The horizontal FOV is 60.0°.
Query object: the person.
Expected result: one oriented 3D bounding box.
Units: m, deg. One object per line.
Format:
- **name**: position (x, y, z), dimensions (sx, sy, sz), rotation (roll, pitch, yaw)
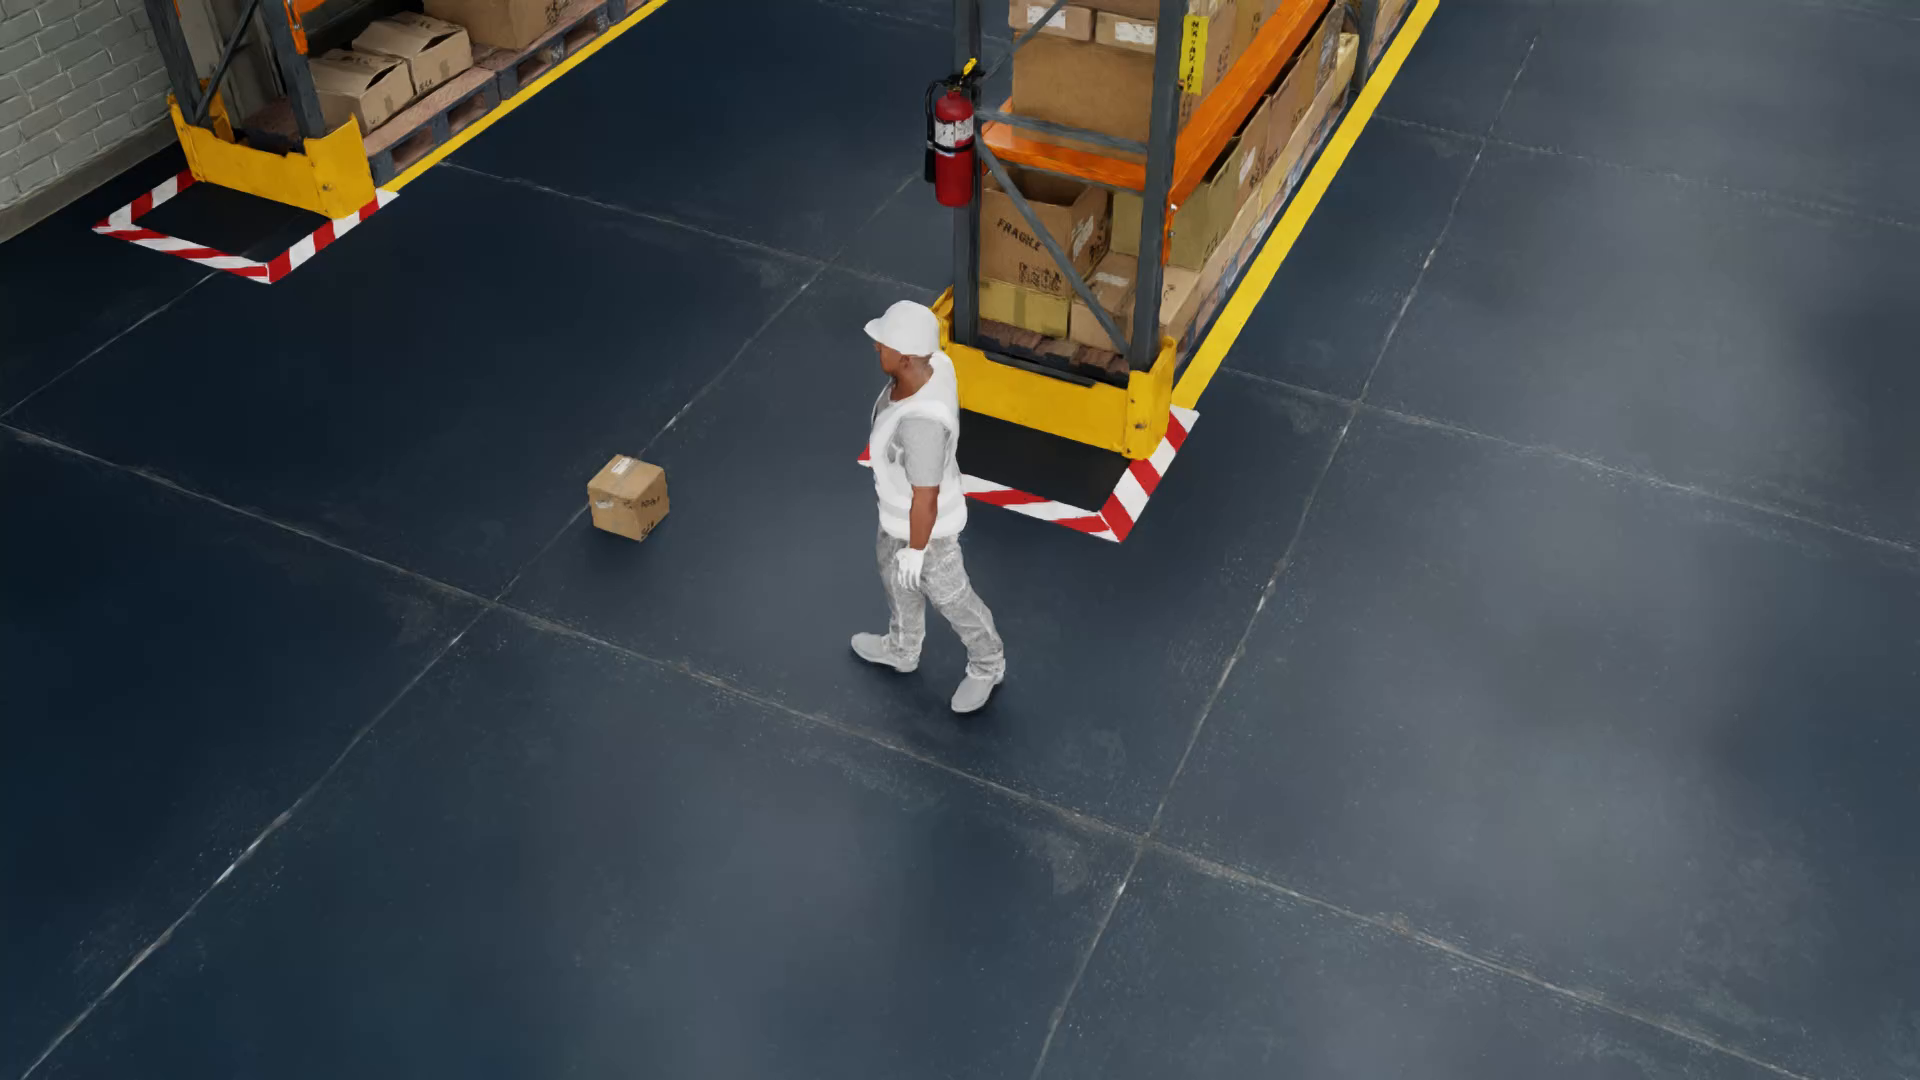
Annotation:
- **person**: position (-0.136, -0.138, 6.303), dimensions (0.623, 1.781, 0.693), rotation (-3, 42, -3)
